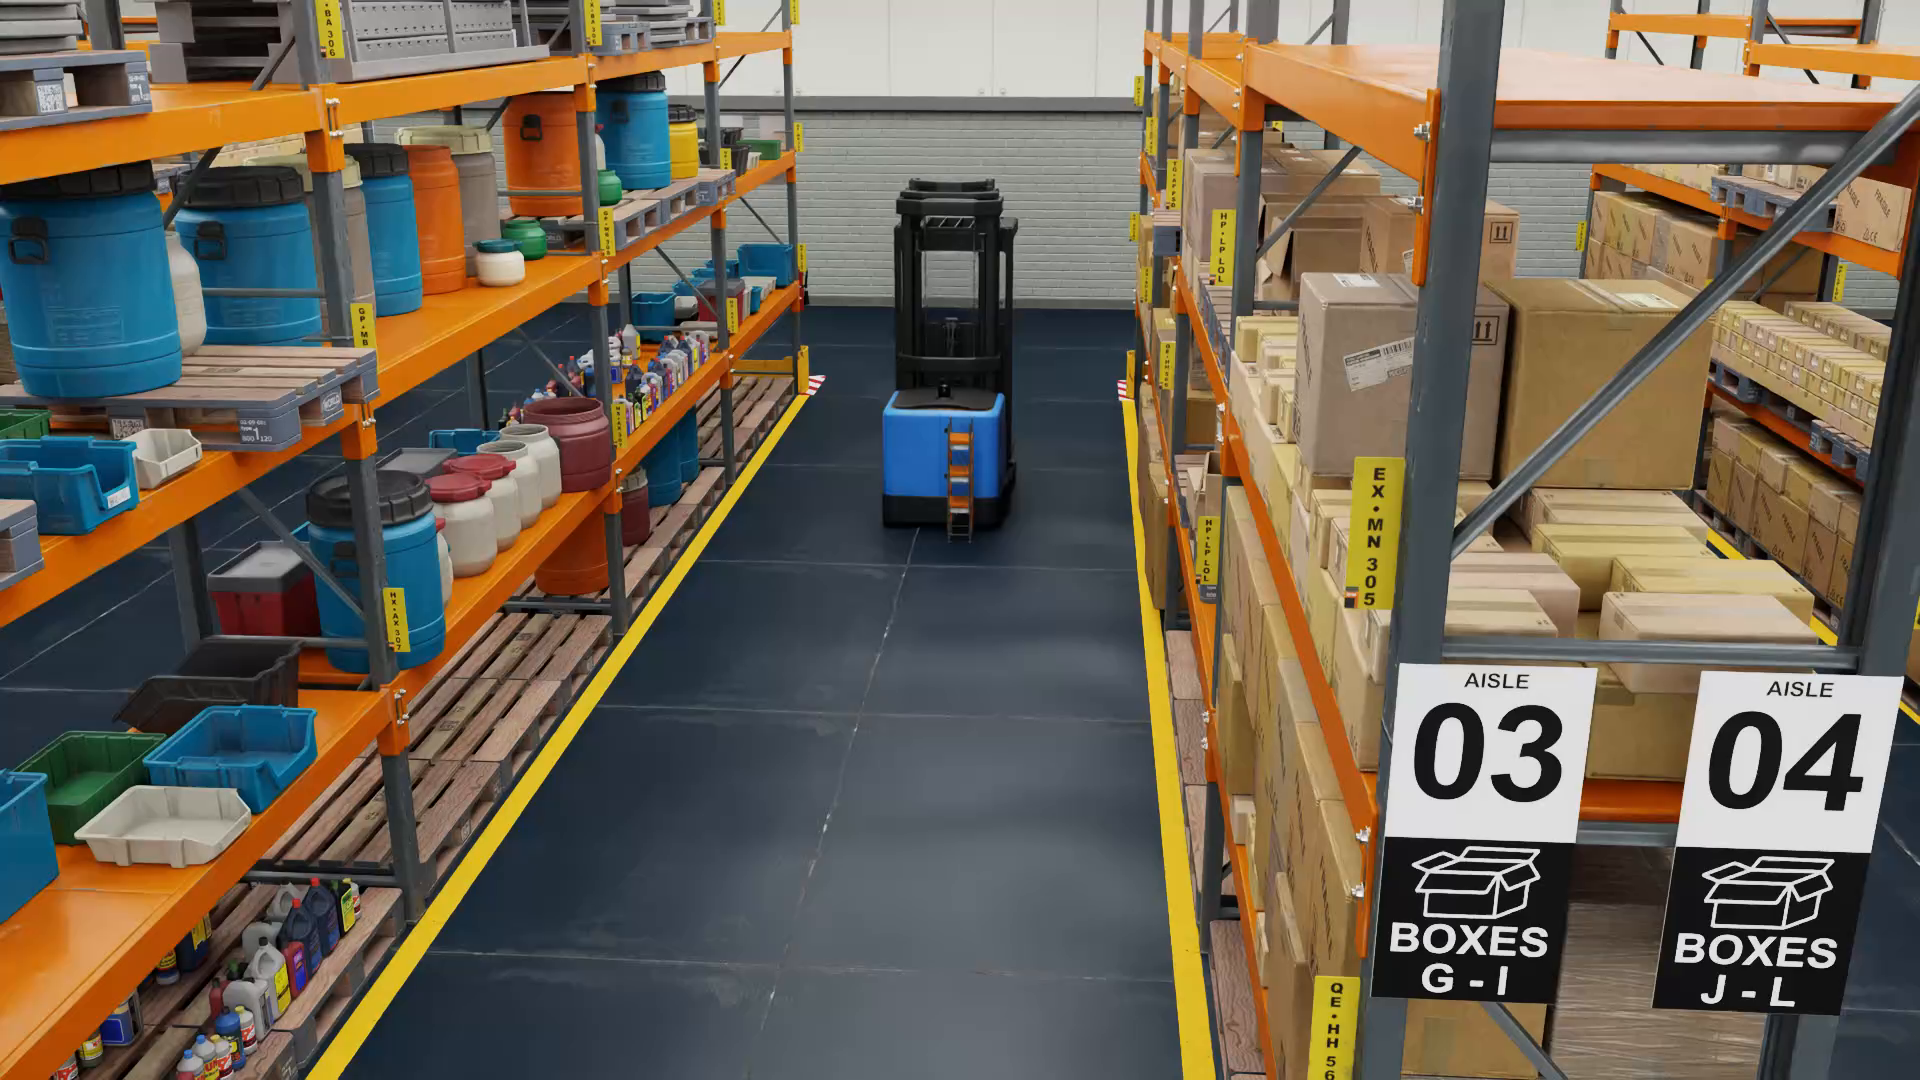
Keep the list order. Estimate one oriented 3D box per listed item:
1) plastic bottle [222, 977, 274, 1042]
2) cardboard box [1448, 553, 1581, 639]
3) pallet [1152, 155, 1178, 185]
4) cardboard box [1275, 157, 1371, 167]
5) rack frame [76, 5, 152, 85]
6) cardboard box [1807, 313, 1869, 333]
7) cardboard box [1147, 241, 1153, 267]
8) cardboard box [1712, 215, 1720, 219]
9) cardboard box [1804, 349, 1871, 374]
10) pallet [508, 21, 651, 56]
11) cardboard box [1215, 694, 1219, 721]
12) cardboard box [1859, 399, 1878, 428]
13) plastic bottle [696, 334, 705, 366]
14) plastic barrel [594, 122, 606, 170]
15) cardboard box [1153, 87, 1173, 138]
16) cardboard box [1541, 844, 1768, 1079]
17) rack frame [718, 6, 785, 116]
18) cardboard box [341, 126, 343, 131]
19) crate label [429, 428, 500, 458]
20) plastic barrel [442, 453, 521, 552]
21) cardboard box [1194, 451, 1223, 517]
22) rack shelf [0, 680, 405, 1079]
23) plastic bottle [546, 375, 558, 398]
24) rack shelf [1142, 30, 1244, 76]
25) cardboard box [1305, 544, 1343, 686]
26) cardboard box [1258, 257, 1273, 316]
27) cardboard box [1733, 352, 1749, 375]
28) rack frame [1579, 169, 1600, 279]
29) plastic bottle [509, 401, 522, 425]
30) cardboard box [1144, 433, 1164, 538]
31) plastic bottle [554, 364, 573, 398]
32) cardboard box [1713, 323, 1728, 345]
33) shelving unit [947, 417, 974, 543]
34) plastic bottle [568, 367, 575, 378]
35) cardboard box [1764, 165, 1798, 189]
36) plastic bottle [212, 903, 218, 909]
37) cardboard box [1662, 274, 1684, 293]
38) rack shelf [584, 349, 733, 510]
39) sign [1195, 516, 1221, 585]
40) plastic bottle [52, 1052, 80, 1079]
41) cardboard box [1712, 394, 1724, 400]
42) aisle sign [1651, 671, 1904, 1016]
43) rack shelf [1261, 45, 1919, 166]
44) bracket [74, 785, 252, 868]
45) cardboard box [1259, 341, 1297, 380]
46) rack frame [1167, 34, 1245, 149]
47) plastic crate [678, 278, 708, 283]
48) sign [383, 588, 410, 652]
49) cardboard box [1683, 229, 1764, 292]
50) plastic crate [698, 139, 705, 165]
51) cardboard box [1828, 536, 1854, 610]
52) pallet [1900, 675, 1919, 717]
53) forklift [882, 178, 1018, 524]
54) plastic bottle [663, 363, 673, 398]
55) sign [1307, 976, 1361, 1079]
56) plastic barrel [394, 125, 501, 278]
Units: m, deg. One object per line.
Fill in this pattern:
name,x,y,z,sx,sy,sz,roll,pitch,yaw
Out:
plastic bottle,-3.066,2.002,7.162,0.152,0.276,0.135,2,18,5
cardboard box,1.243,0.138,3.967,0.380,0.149,0.250,1,18,2
pallet,2.328,-3.511,15.645,1.003,0.211,1.213,1,18,4
cardboard box,2.162,-2.029,10.016,0.500,0.500,0.500,1,18,4
rack frame,-7.625,-4.947,15.068,0.949,2.616,0.053,1,18,4
cardboard box,7.326,-1.802,13.878,0.380,0.149,0.250,1,18,2
cardboard box,2.066,-2.604,16.113,0.500,0.500,0.500,1,18,4
cardboard box,7.541,-3.176,15.688,0.522,1.351,0.999,1,18,4
cardboard box,6.568,-1.332,12.443,0.380,0.149,0.250,1,18,4
pallet,-2.885,-3.536,11.709,1.213,0.211,1.003,1,18,4
cardboard box,1.370,0.790,7.597,0.380,0.149,0.250,1,18,4
cardboard box,6.494,-0.874,11.525,0.380,0.149,0.250,2,18,5
plastic bottle,-2.358,-1.726,15.061,0.061,0.283,0.133,1,18,4
plastic barrel,-2.991,-2.985,13.007,0.433,0.535,0.433,0,18,0
cardboard box,2.402,-4.501,17.530,0.700,0.500,0.500,1,18,2
cardboard box,1.710,1.025,4.235,0.500,0.500,0.500,1,18,4
rack frame,-2.391,-6.077,18.518,0.949,2.616,0.053,1,18,4
cardboard box,-7.153,-4.609,18.294,0.500,0.250,0.500,1,18,4
crate label,-3.309,-0.456,10.941,0.502,0.435,0.616,1,18,4
plastic barrel,-2.884,-0.219,10.055,0.433,0.535,0.433,0,18,0
cardboard box,1.718,-0.178,9.309,0.797,0.503,0.637,3,18,10
rack shelf,-3.398,1.463,6.295,1.077,0.370,4.000,1,18,4
plastic bottle,-3.282,-1.177,13.384,0.061,0.283,0.133,1,18,4
rack shelf,2.403,-4.814,16.460,1.077,0.370,4.000,1,18,4
cardboard box,1.213,0.189,4.454,0.500,0.250,0.500,1,18,4
cardboard box,1.653,-1.244,8.127,0.396,0.266,0.258,2,18,6
cardboard box,6.657,-1.458,13.784,0.380,0.149,0.250,1,18,4
rack frame,7.486,-2.974,18.681,1.000,3.000,0.127,1,18,4
plastic bottle,-3.348,-0.893,12.519,0.061,0.283,0.133,1,18,4
cardboard box,2.114,-0.312,13.295,1.225,0.875,0.875,1,18,4
plastic bottle,-3.229,-1.257,13.521,0.144,0.351,0.185,1,18,4
cardboard box,6.696,-1.760,14.230,0.380,0.149,0.250,1,18,3
shelving unit,0.004,-0.516,14.310,0.215,1.050,0.252,1,18,4
plastic bottle,-3.199,-1.274,13.681,0.061,0.283,0.133,1,18,4
cardboard box,6.927,-3.046,13.552,0.500,0.311,0.500,1,18,3
plastic bottle,-3.715,1.677,8.163,0.097,0.271,0.097,0,18,0
cardboard box,6.990,-2.238,15.798,0.500,0.500,0.500,1,18,2
rack shelf,-2.824,-1.021,13.877,1.077,0.370,4.000,1,18,4
sign,1.132,0.050,7.595,0.100,0.325,0.005,1,18,4
plastic bottle,-3.666,2.160,6.803,0.097,0.201,0.097,0,18,0
cardboard box,7.511,-1.370,16.737,0.380,0.149,0.250,1,18,2
aisle sign,1.694,0.644,3.466,0.394,0.787,0.004,1,18,4
rack shelf,1.542,-1.368,4.993,0.919,0.124,3.809,1,18,4
bracket,7.012,-1.743,7.352,20.502,5.116,5.172,1,18,4
cardboard box,1.363,-0.670,6.434,0.380,0.149,0.250,1,18,4
rack frame,2.263,-4.724,14.389,0.949,2.616,0.053,1,18,4
plastic crate,-2.835,-2.697,18.010,0.416,0.233,0.300,1,18,4
sign,-2.707,0.385,7.987,0.100,0.325,0.005,1,18,4
cardboard box,6.963,-2.548,15.136,0.500,0.500,0.500,1,18,2
plastic crate,-2.861,-3.914,16.924,0.437,0.282,0.530,1,18,4
cardboard box,6.699,0.289,12.064,0.500,0.500,0.500,1,18,4
pallet,6.781,1.079,10.791,1.003,0.211,1.213,1,18,4
forklift,-0.034,-1.943,15.645,1.130,2.935,3.031,2,18,5
plastic bottle,-2.446,-1.342,13.890,0.061,0.283,0.133,1,18,4
sign,0.847,1.134,3.777,0.100,0.325,0.005,1,18,4
plastic barrel,-3.243,-2.155,10.561,0.600,0.901,0.600,0,18,0
